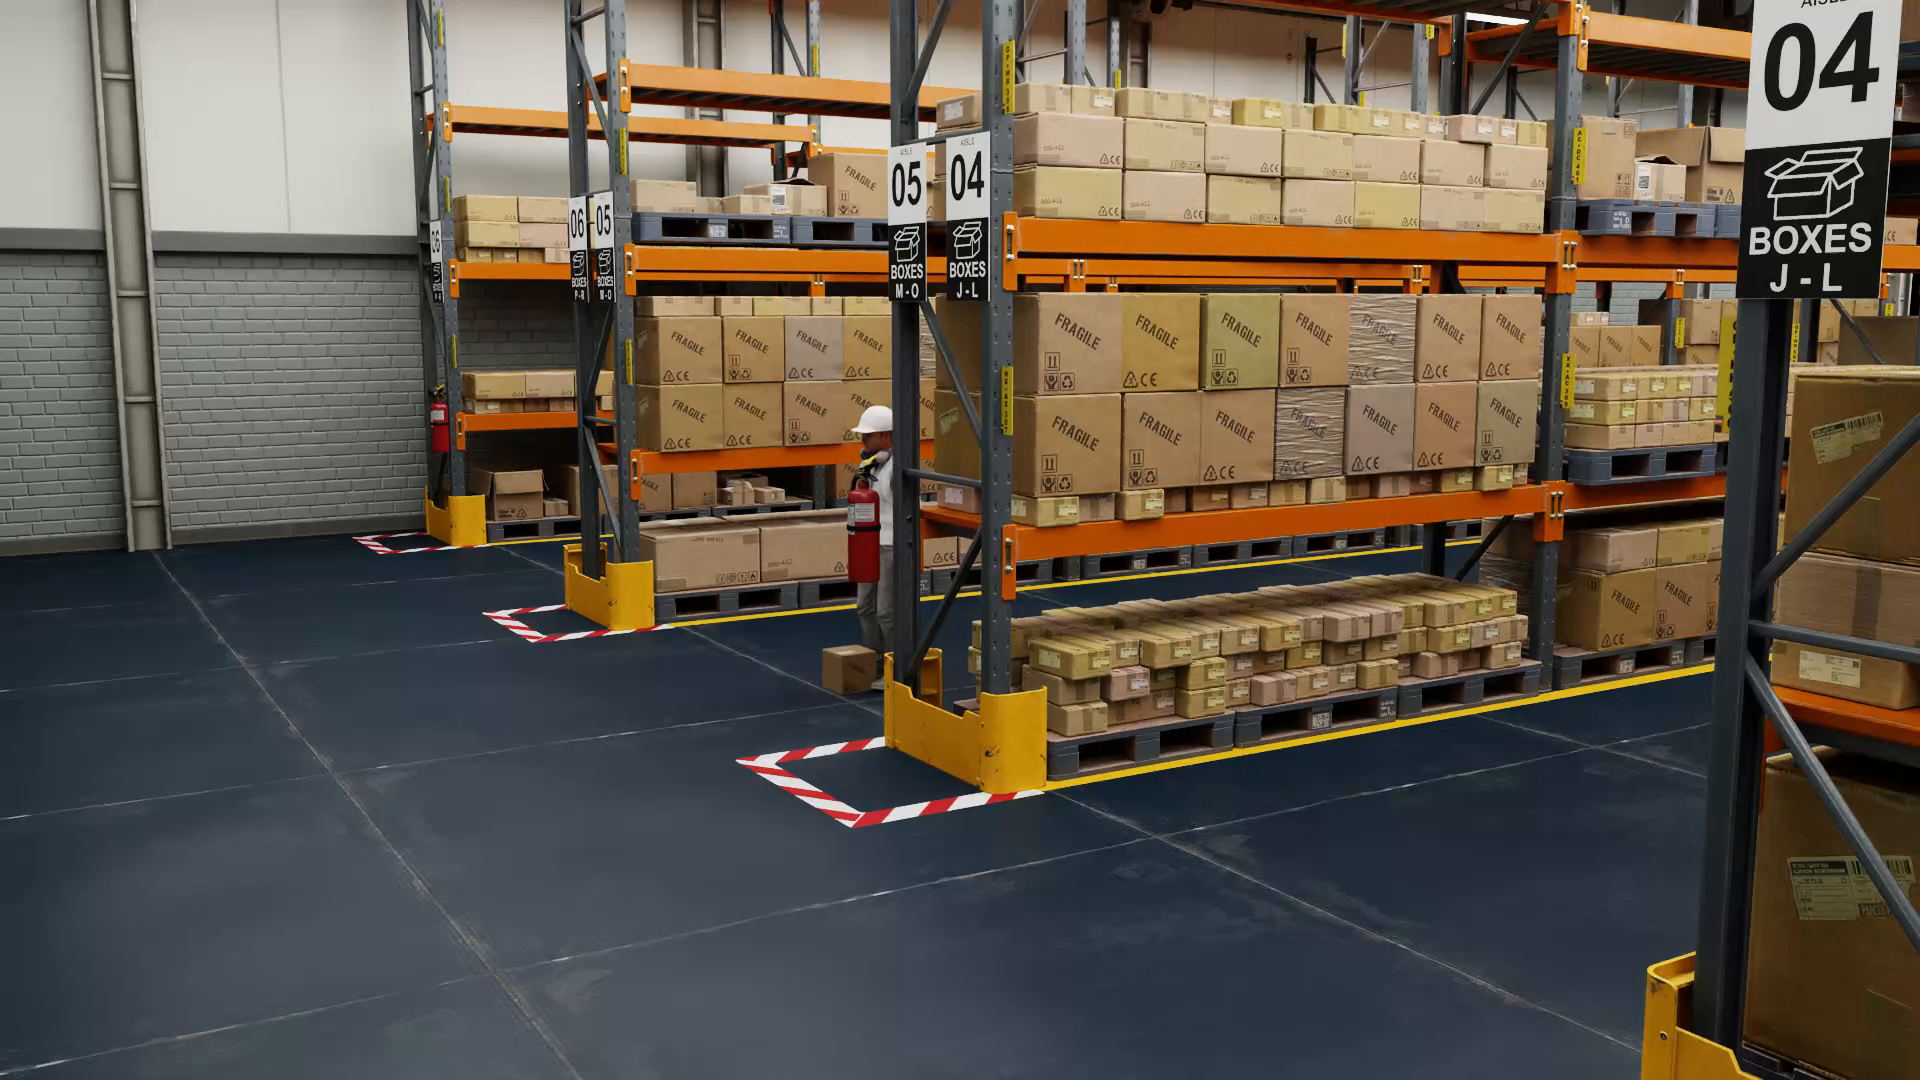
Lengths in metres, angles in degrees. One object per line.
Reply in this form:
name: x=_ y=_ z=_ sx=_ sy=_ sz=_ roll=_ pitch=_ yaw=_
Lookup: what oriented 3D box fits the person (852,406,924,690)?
person: x=-0.471 y=0.040 z=10.452 sx=0.466 sy=1.769 sz=0.577 roll=-5 pitch=10 yaw=-33
